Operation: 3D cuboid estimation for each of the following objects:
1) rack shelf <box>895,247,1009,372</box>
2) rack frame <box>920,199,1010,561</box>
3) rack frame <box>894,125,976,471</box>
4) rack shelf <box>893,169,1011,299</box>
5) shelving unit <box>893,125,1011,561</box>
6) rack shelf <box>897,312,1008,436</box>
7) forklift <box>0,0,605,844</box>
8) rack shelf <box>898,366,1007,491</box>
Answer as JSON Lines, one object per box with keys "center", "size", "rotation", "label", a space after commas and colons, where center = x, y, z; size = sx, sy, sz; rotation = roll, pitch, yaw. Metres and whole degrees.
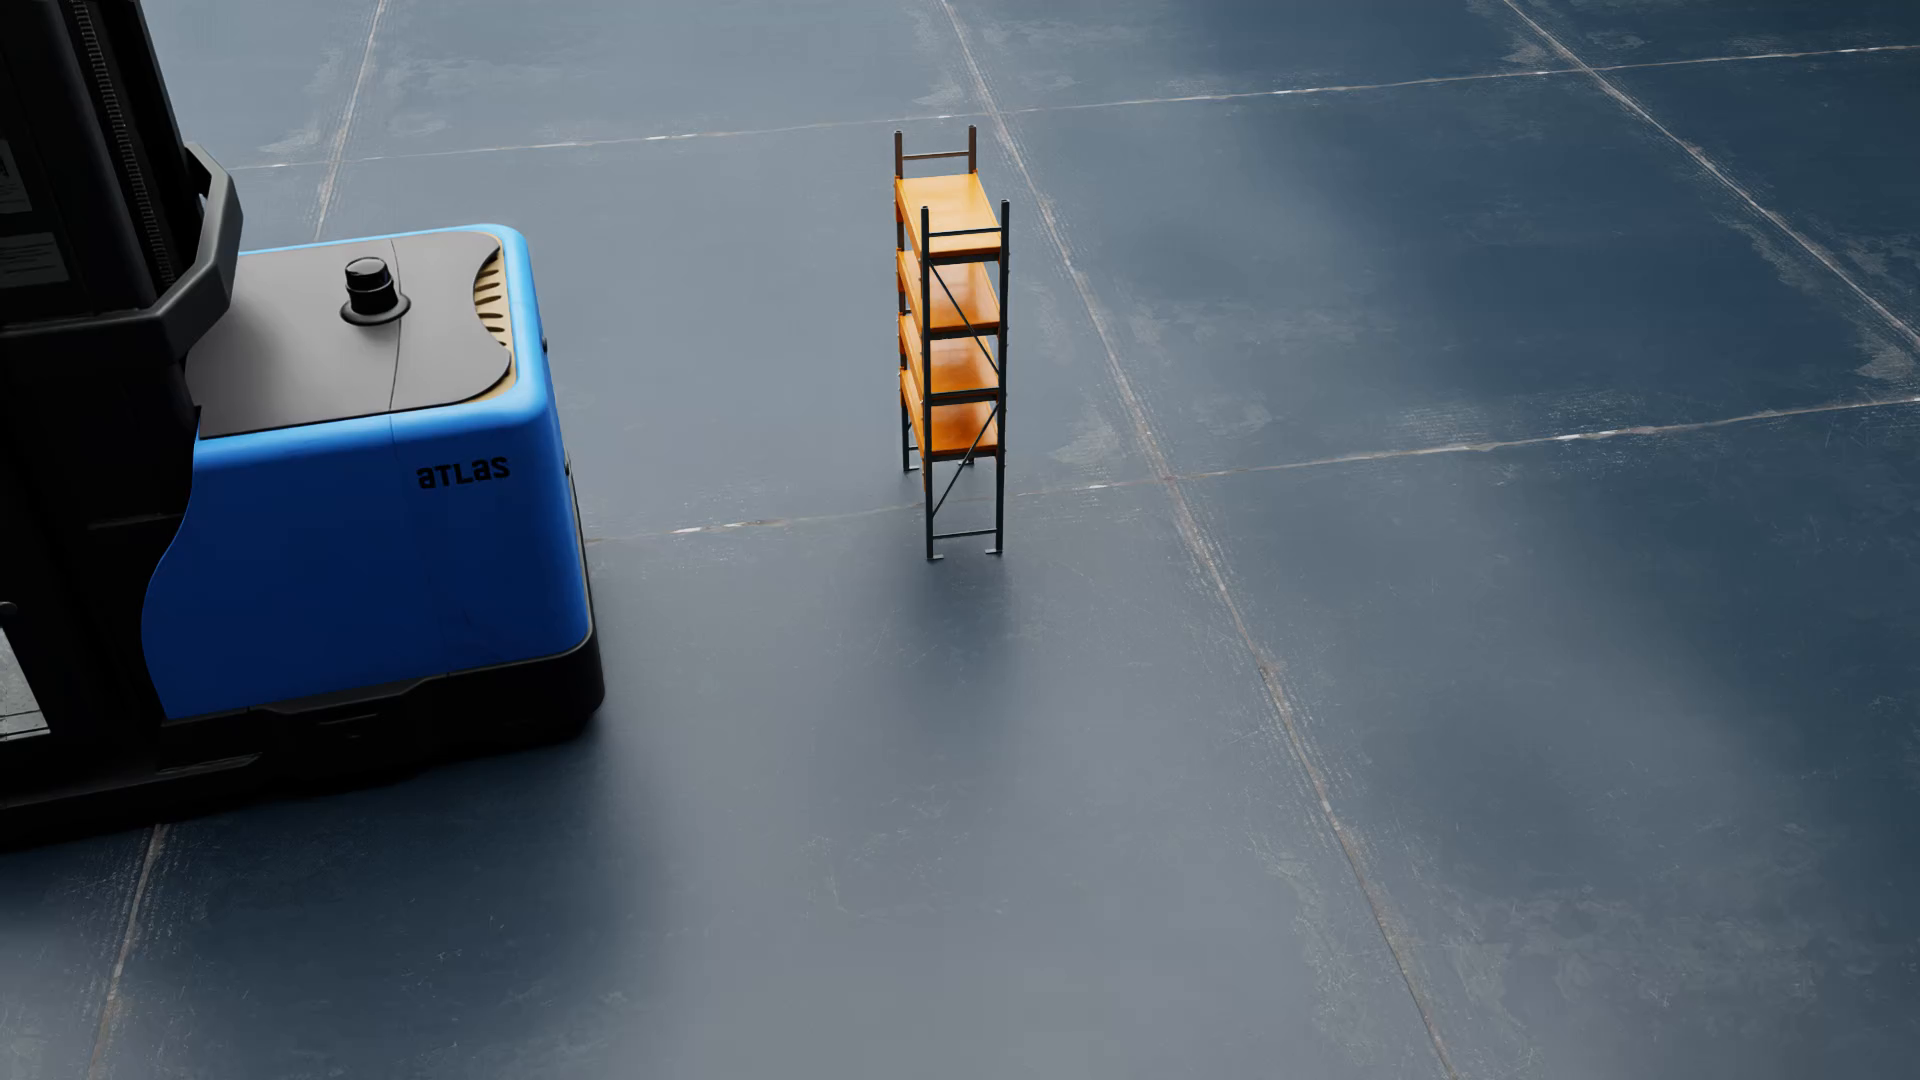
{"center": [-0.029, -0.697, 4.915], "size": [0.258, 0.148, 0.480], "rotation": [-6, 38, -8], "label": "rack shelf"}
{"center": [0.014, -0.426, 4.821], "size": [0.240, 1.200, 0.015], "rotation": [-6, 38, -8], "label": "rack frame"}
{"center": [-0.072, -0.721, 5.200], "size": [0.240, 1.200, 0.015], "rotation": [-6, 38, -8], "label": "rack frame"}
{"center": [-0.029, -0.884, 4.770], "size": [0.258, 0.148, 0.480], "rotation": [-6, 38, -8], "label": "rack shelf"}
{"center": [-0.029, -0.574, 5.011], "size": [0.258, 1.200, 0.503], "rotation": [-6, 38, -8], "label": "shelving unit"}
{"center": [-0.029, -0.521, 5.052], "size": [0.258, 0.148, 0.480], "rotation": [-6, 38, -8], "label": "rack shelf"}
{"center": [-2.553, -0.691, 3.750], "size": [3.031, 2.935, 1.130], "rotation": [-9, 39, -12], "label": "forklift"}
{"center": [-0.029, -0.364, 5.174], "size": [0.258, 0.148, 0.480], "rotation": [-6, 38, -8], "label": "rack shelf"}
